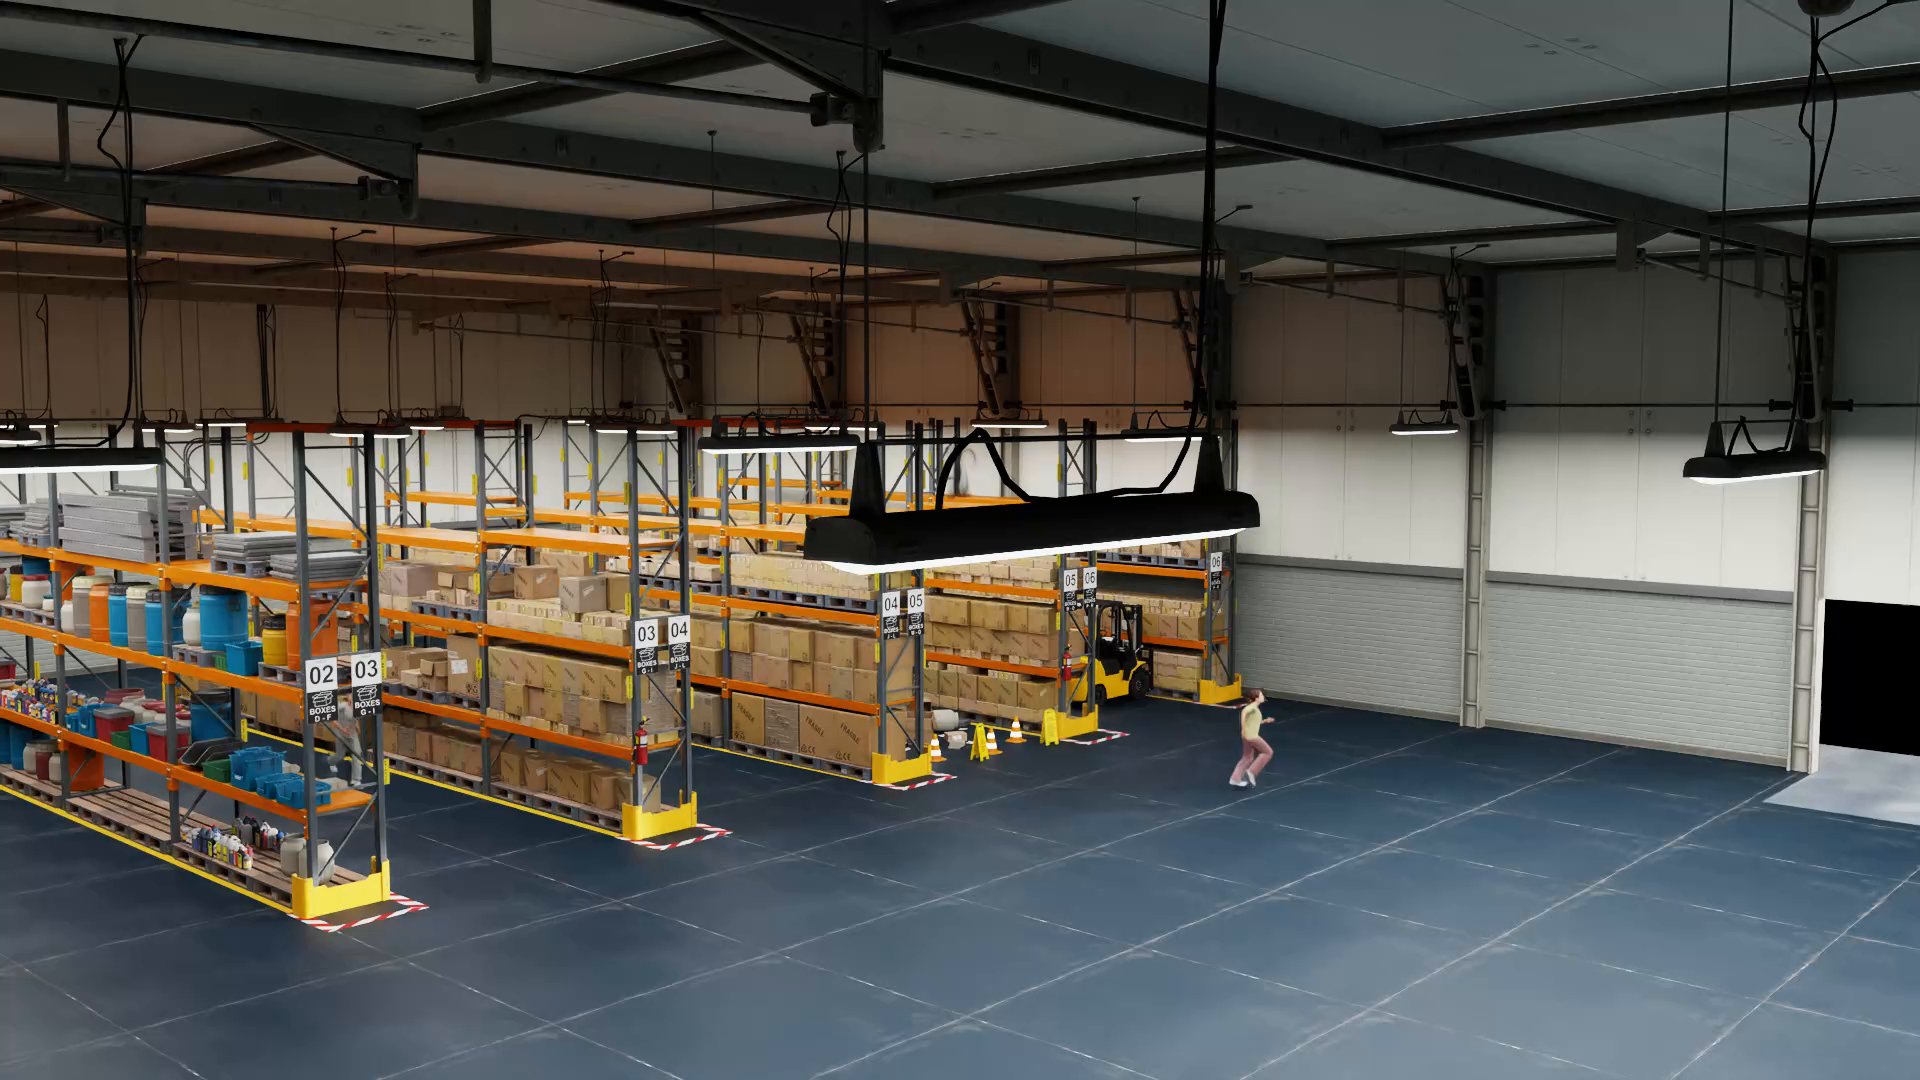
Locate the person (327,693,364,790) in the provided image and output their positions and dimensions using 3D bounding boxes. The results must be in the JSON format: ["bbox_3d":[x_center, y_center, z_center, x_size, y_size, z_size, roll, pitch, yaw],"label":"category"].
[{"bbox_3d":[-10.221,3.265,27.648,1.060,1.658,0.564,4,6,40],"label":"person"}]

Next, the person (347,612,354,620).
[{"bbox_3d":[-13.687,2.419,37.394,0.697,1.730,0.579,-4,6,-37],"label":"person"}]

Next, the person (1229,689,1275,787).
[{"bbox_3d":[4.808,3.259,27.373,0.745,1.616,0.611,0,5,4],"label":"person"}]
